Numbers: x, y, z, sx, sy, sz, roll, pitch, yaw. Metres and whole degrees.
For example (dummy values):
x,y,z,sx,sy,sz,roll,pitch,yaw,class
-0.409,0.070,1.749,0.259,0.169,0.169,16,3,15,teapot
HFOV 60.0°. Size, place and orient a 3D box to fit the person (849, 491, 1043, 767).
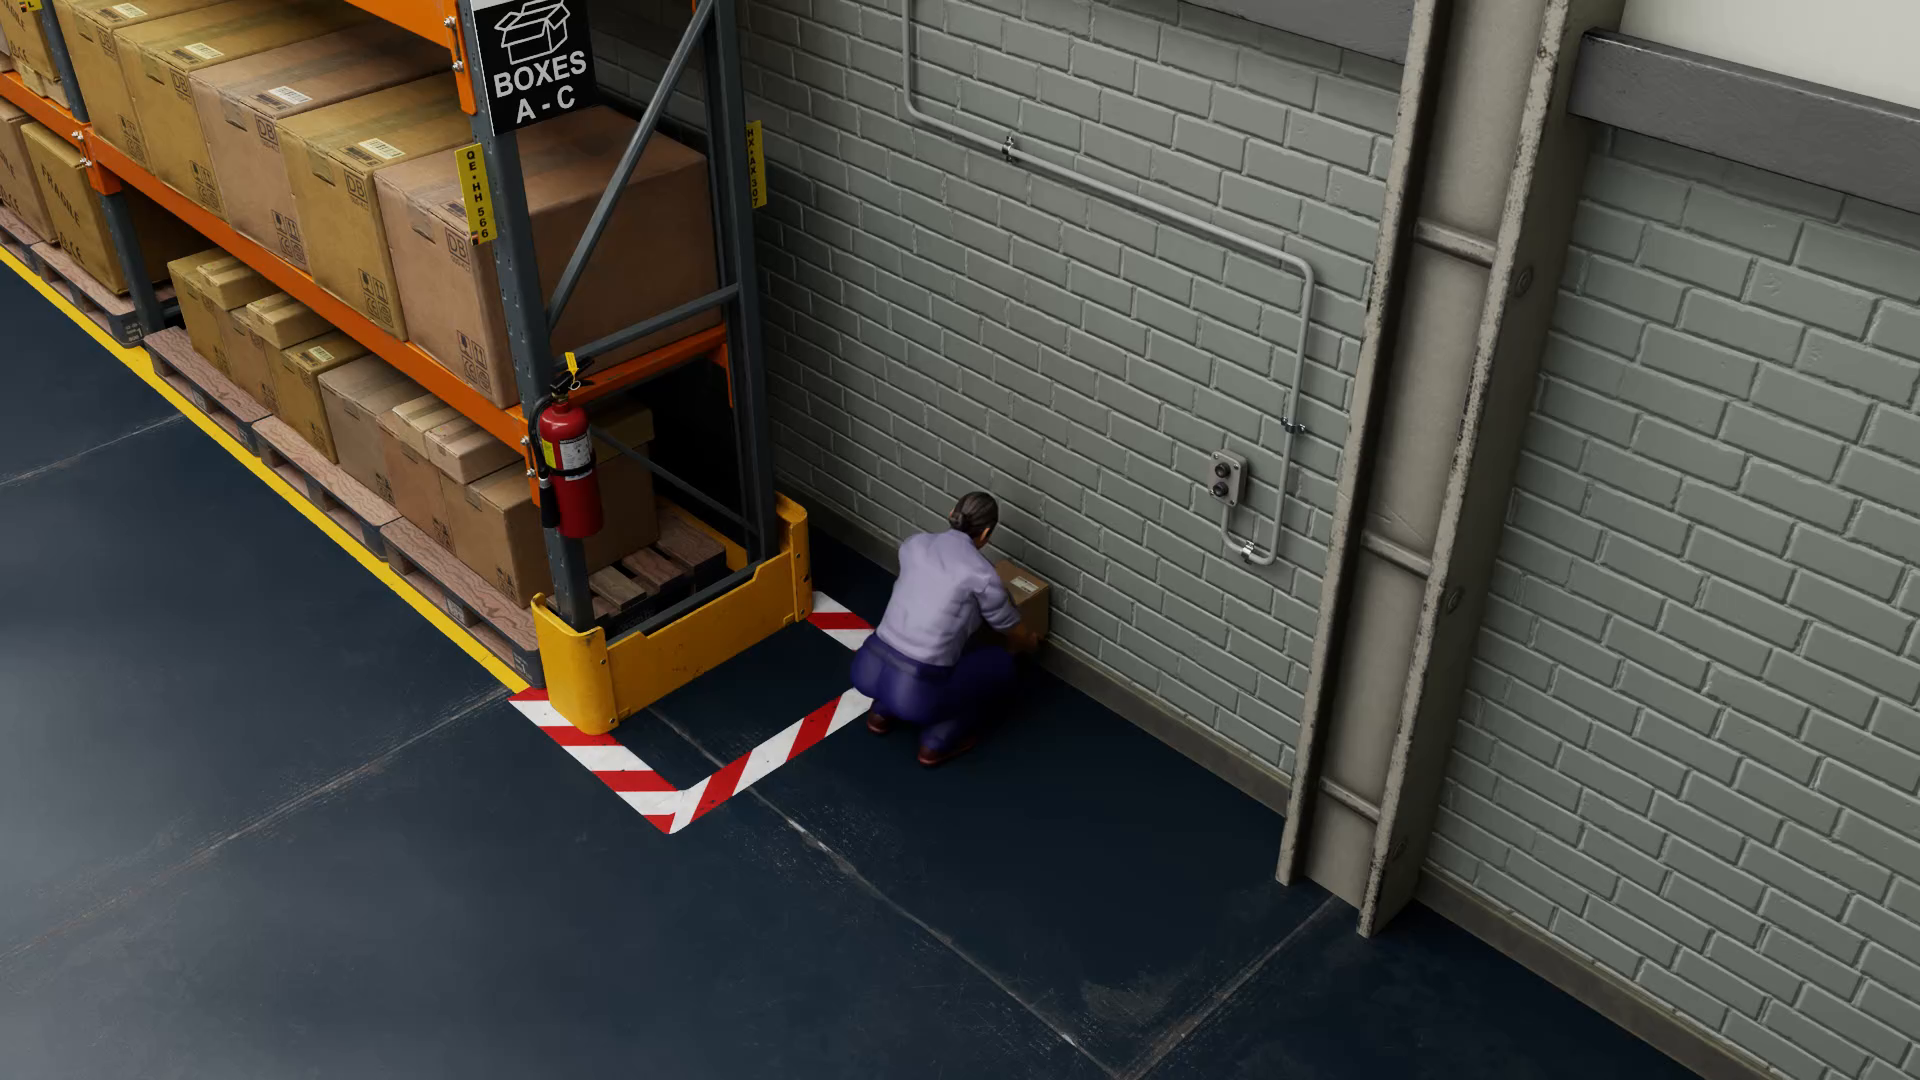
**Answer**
x,y,z,sx,sy,sz,roll,pitch,yaw,class
-0.052,0.318,6.352,0.529,0.925,0.838,28,44,33,person
